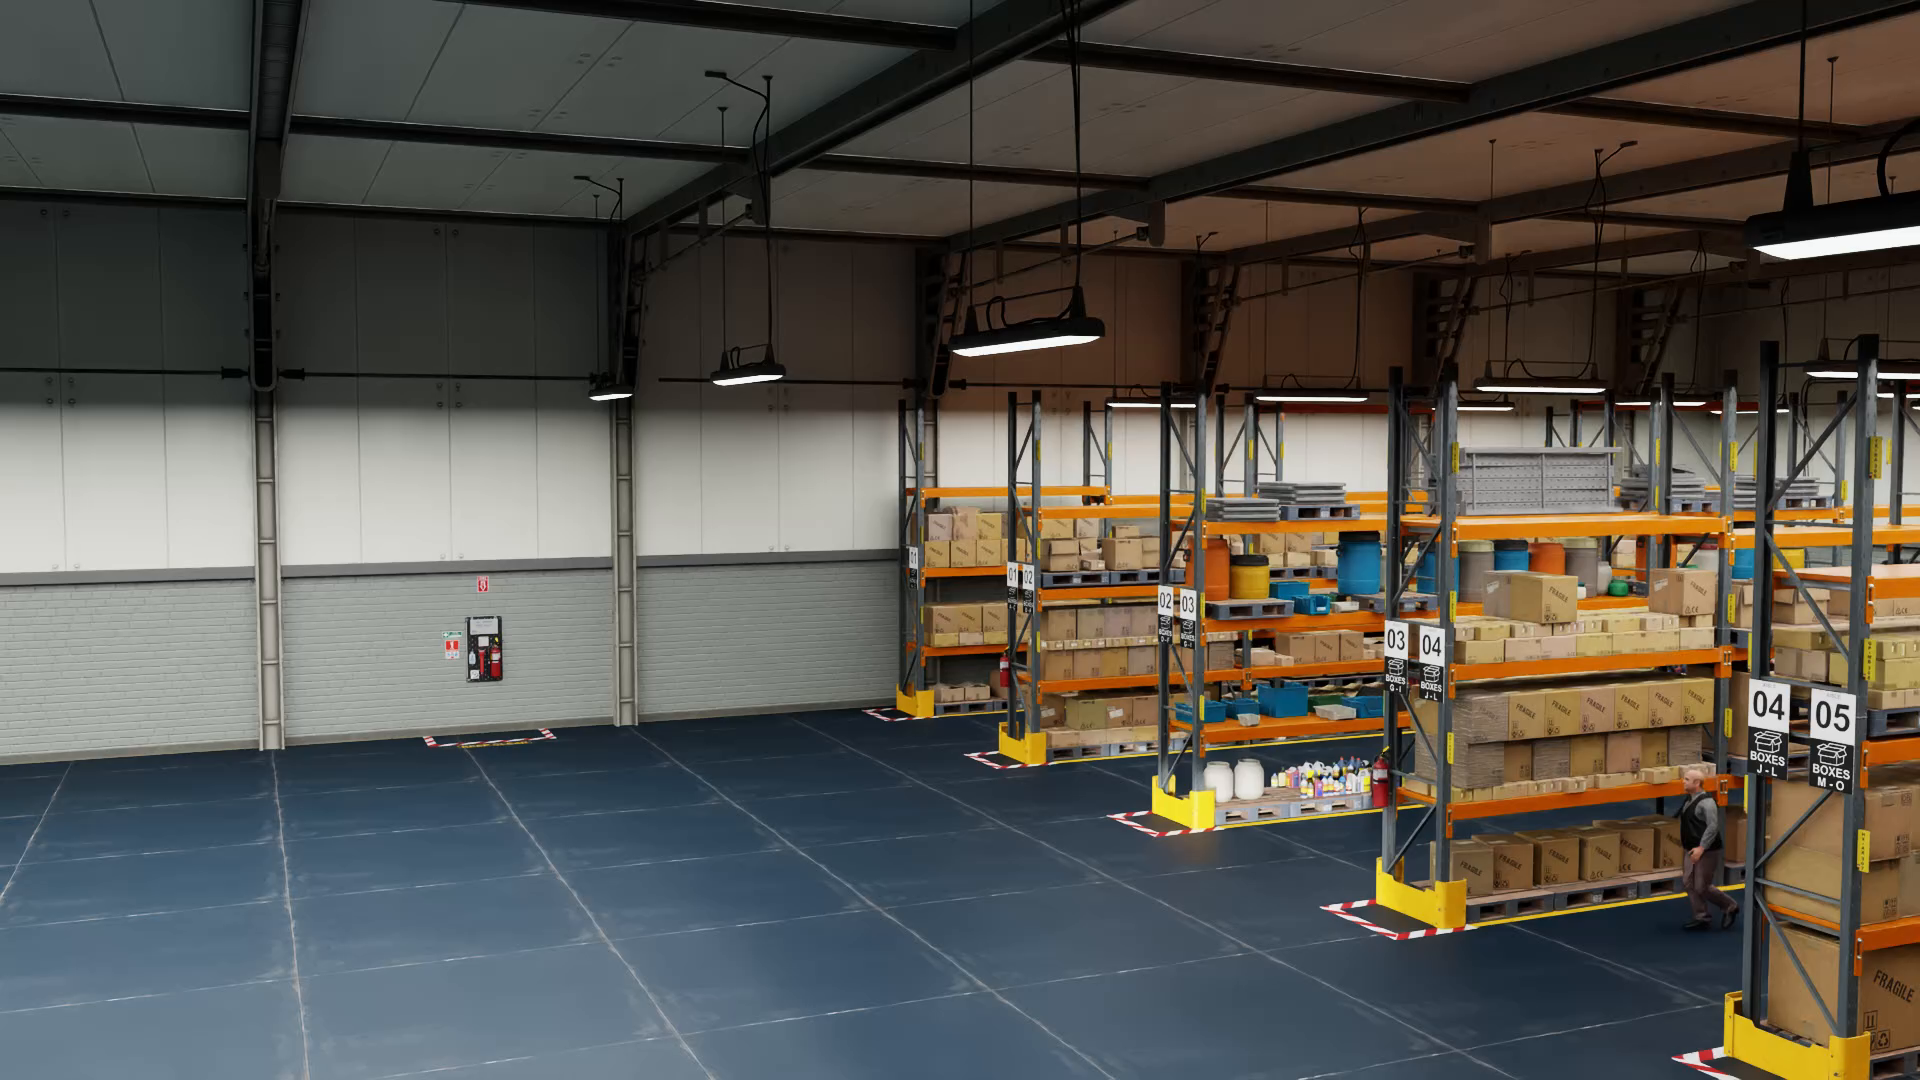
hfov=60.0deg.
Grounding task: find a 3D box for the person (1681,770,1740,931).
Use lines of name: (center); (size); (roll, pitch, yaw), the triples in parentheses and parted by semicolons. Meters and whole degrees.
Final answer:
person: (7.938, 3.289, 17.622); (0.629, 1.699, 0.580); (0, 3, -8)
